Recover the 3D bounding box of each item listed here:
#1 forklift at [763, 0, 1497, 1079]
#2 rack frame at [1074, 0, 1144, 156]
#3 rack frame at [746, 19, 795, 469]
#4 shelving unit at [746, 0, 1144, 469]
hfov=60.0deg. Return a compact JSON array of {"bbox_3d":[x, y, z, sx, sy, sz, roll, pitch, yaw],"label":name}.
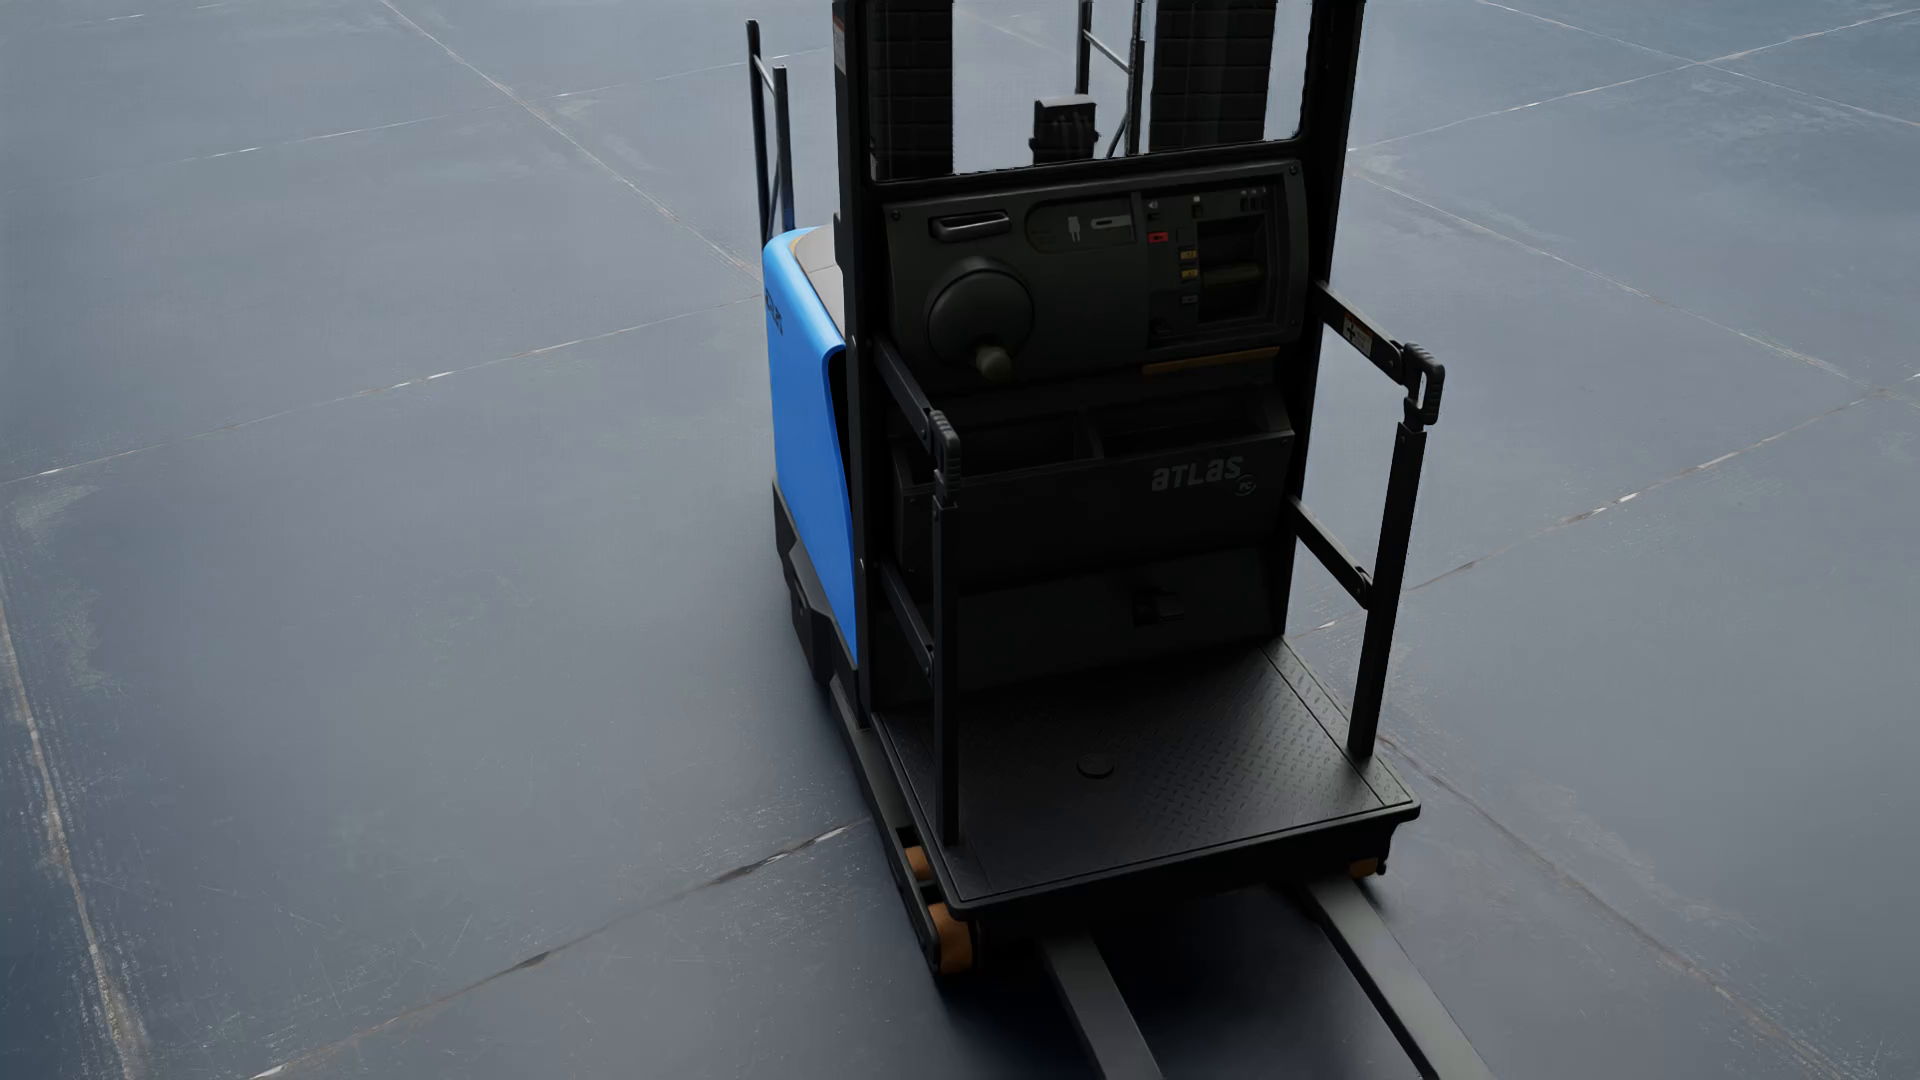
[{"bbox_3d":[0.365,-0.510,3.312,1.130,2.935,3.031,-9,33,-15],"label":"forklift"},{"bbox_3d":[0.438,-0.895,5.262,0.032,1.500,0.500,-8,33,-13],"label":"rack frame"},{"bbox_3d":[-0.543,-0.753,5.037,0.032,1.500,0.500,-8,33,-13],"label":"rack frame"},{"bbox_3d":[-0.052,-0.824,5.150,1.048,1.500,0.538,-8,33,-13],"label":"shelving unit"}]
